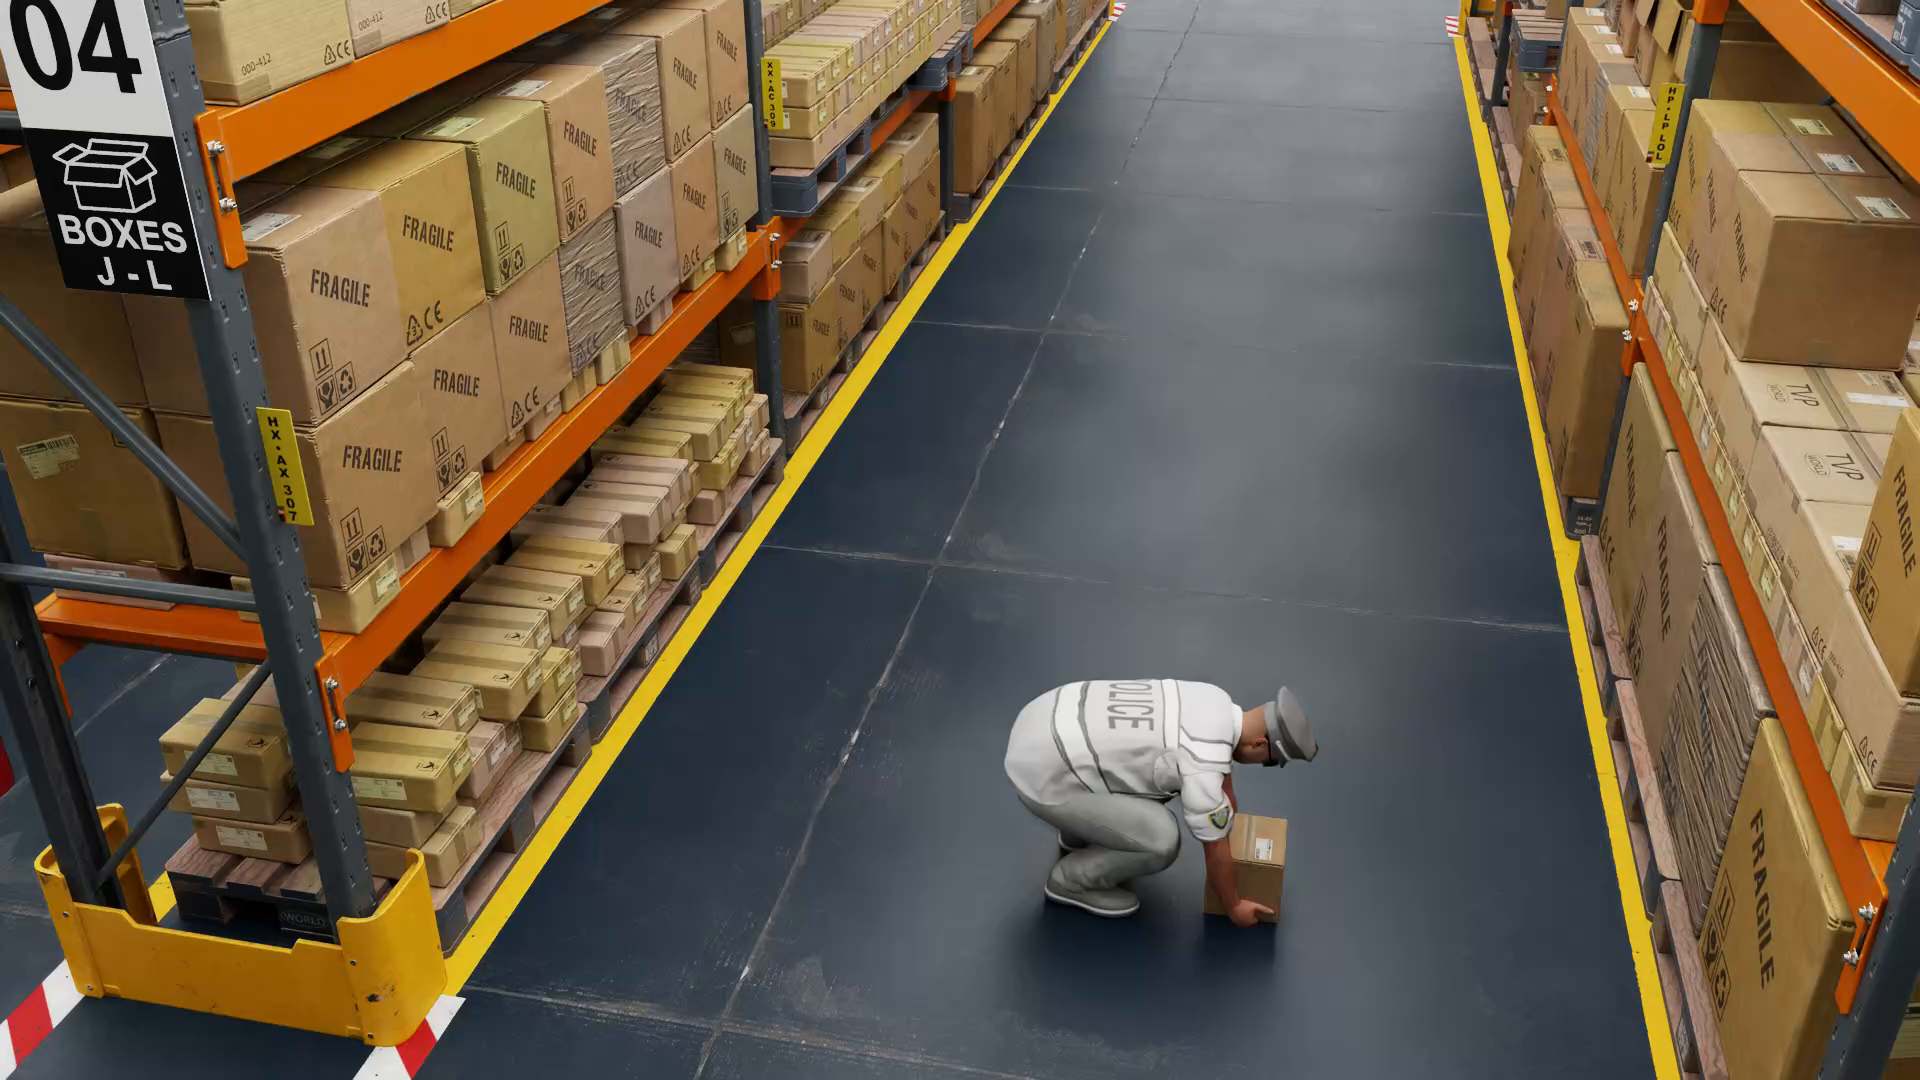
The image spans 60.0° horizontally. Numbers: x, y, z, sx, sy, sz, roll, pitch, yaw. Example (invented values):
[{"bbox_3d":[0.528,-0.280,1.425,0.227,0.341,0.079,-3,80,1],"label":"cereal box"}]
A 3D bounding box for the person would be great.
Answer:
[{"bbox_3d":[0.663,0.846,5.584,1.020,0.819,0.528,5,29,9],"label":"person"}]
